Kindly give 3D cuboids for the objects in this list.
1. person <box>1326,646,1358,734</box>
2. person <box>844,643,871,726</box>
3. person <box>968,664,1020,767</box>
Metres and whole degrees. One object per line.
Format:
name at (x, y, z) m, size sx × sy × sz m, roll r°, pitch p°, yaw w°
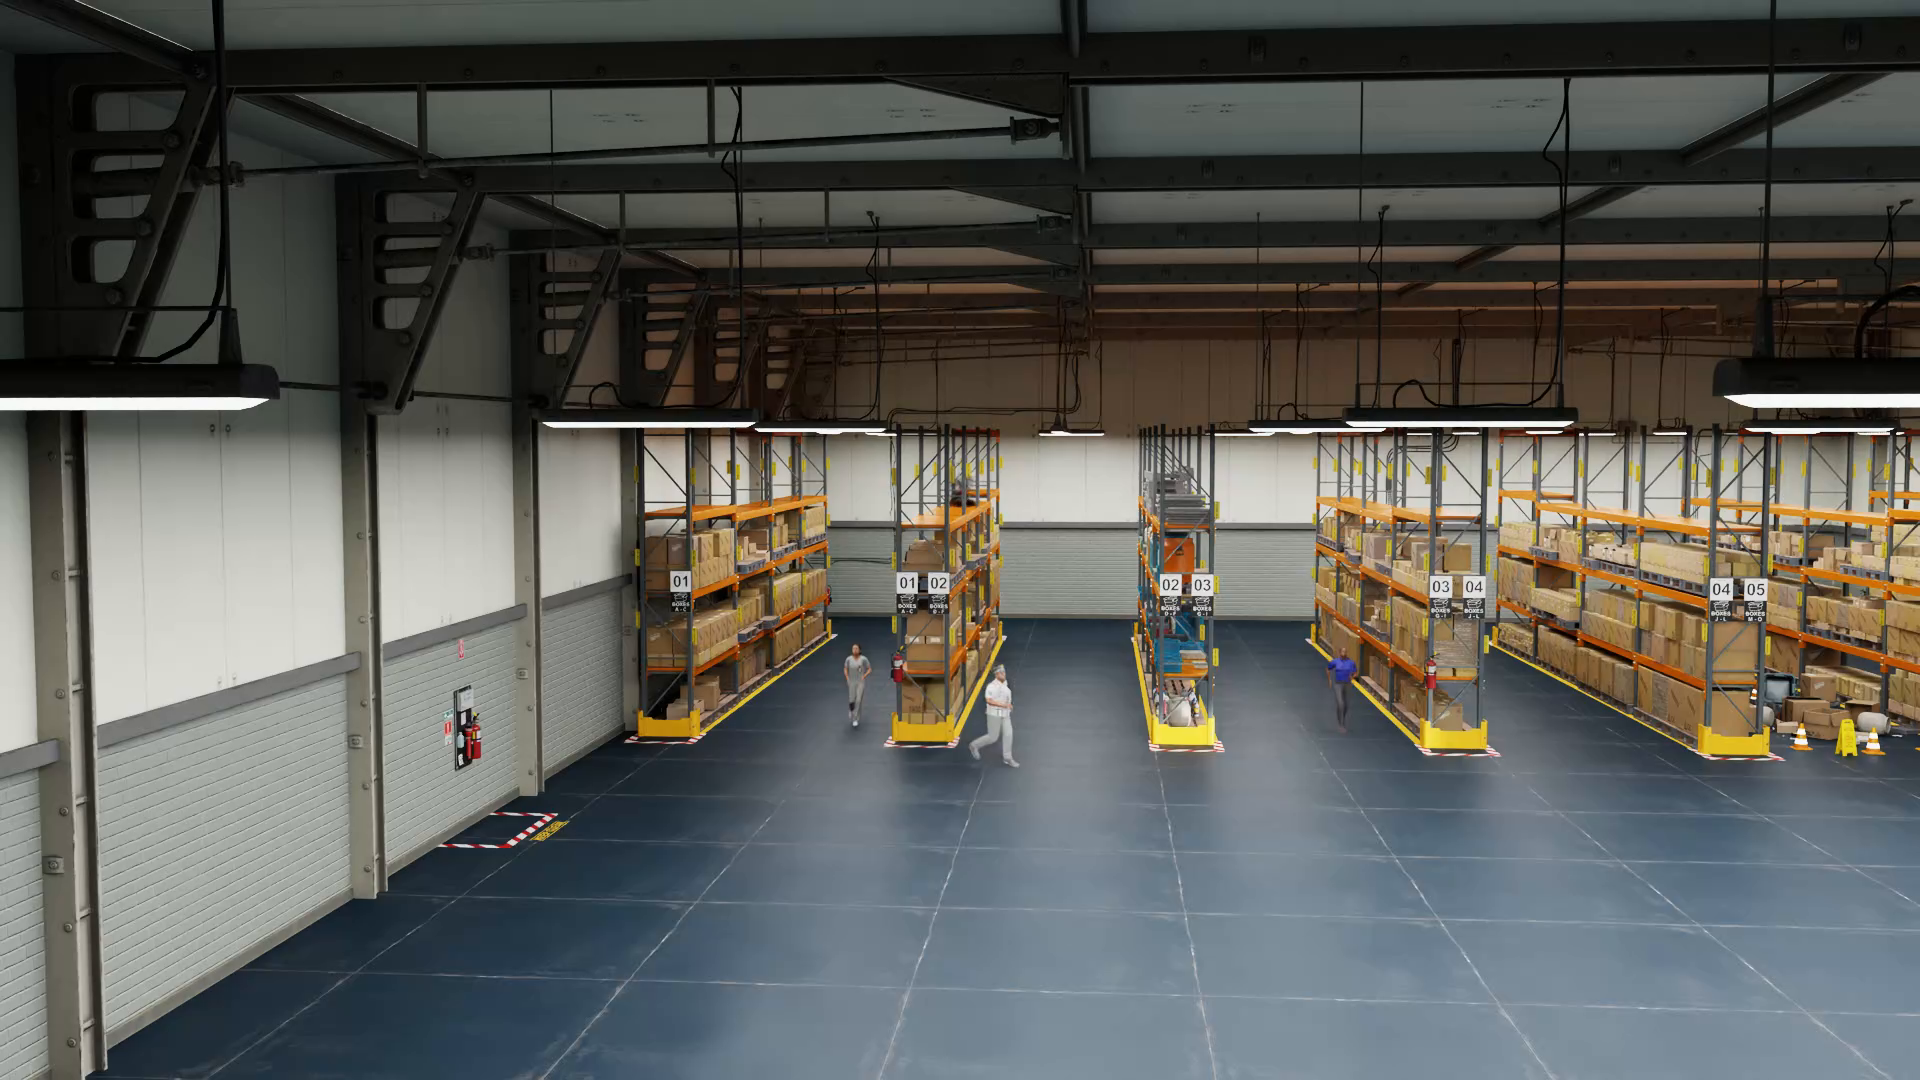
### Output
person at (7.479, 2.910, 32.521) m, size 0.576 × 1.652 × 0.864 m, roll 0°, pitch 3°, yaw -3°
person at (-2.055, 2.884, 33.362) m, size 0.560 × 1.639 × 0.605 m, roll 0°, pitch 3°, yaw 3°
person at (0.637, 3.066, 29.217) m, size 0.939 × 1.796 × 0.672 m, roll 2°, pitch 4°, yaw 34°
